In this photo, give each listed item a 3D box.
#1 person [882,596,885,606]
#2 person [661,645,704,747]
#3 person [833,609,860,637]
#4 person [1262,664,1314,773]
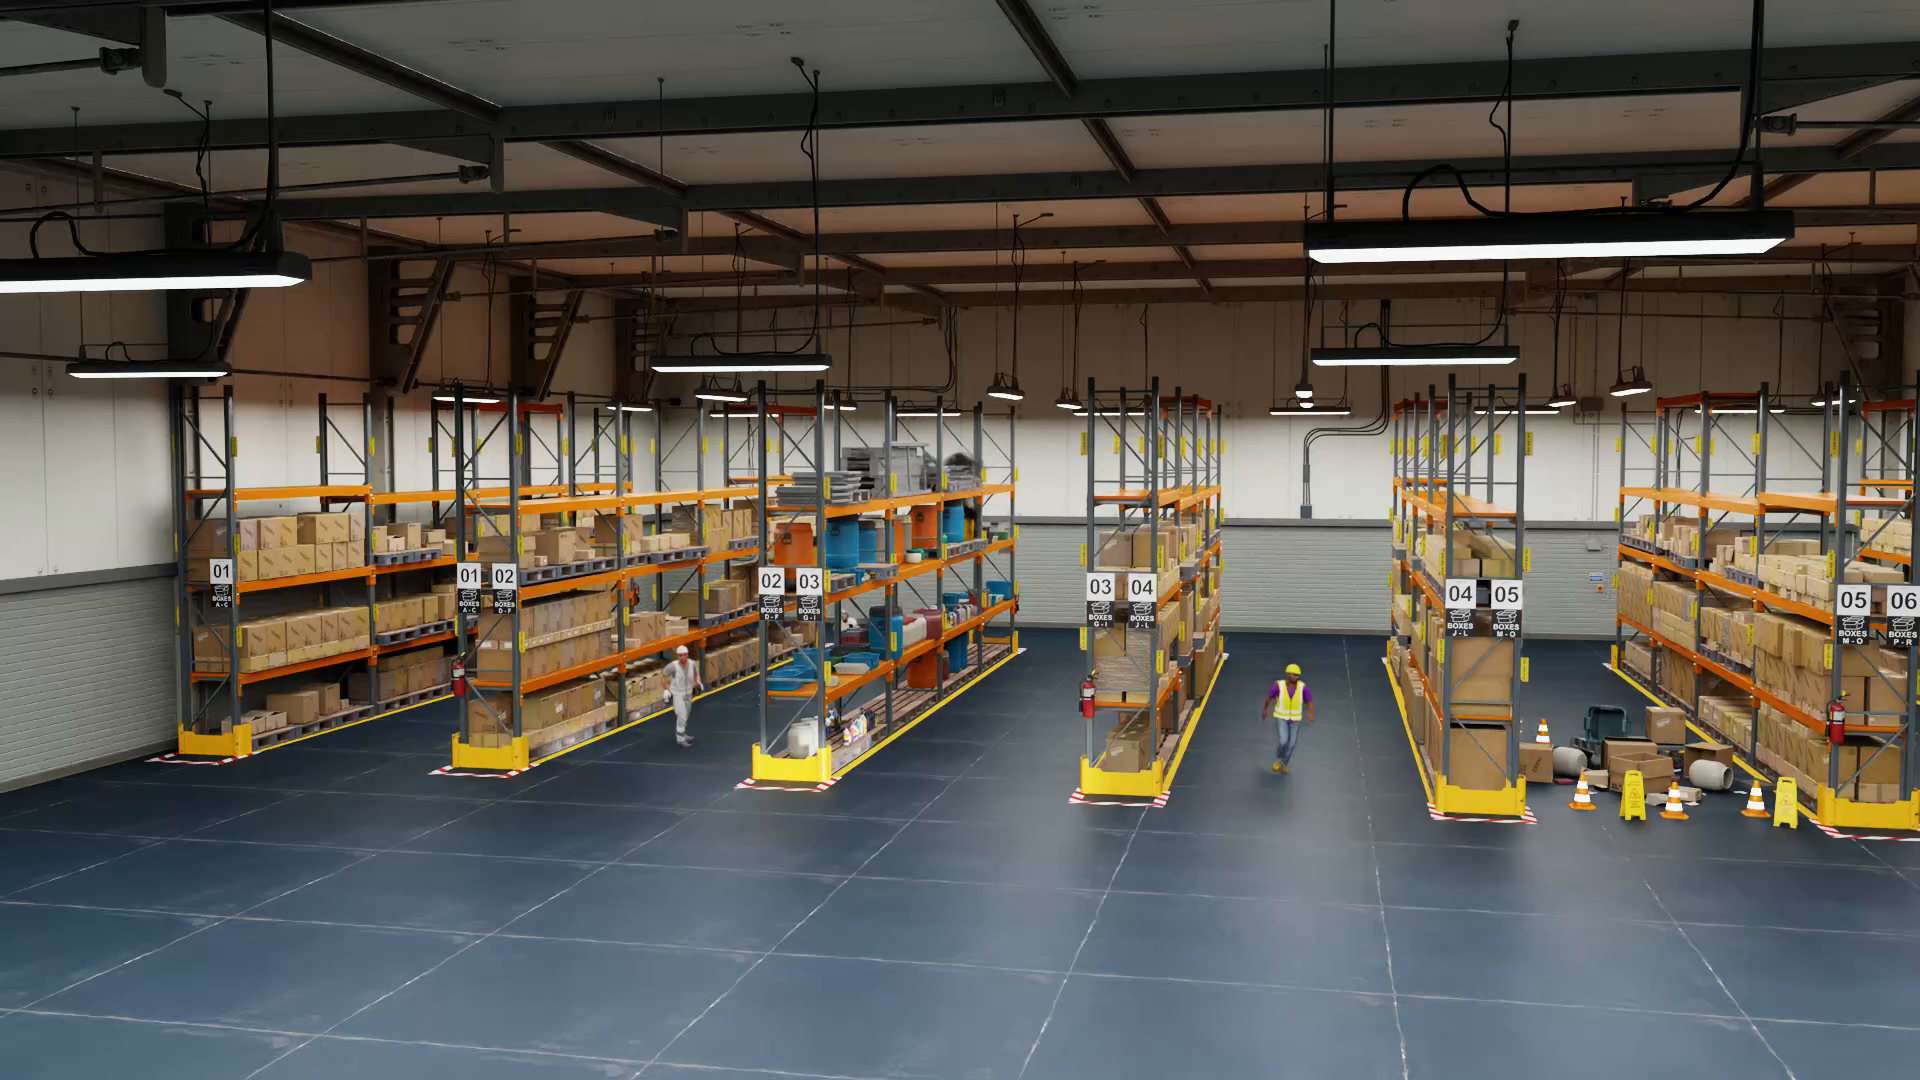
[{"bbox_3d":[-1.643,2.110,36.691,0.670,1.761,0.665,1,3,20],"label":"person"},{"bbox_3d":[-4.628,2.610,27.881,0.843,1.737,0.674,3,4,43],"label":"person"},{"bbox_3d":[-2.426,2.237,36.030,0.672,1.532,0.825,-1,3,-16],"label":"person"},{"bbox_3d":[5.004,2.719,25.216,0.685,1.707,0.821,0,3,-4],"label":"person"}]
